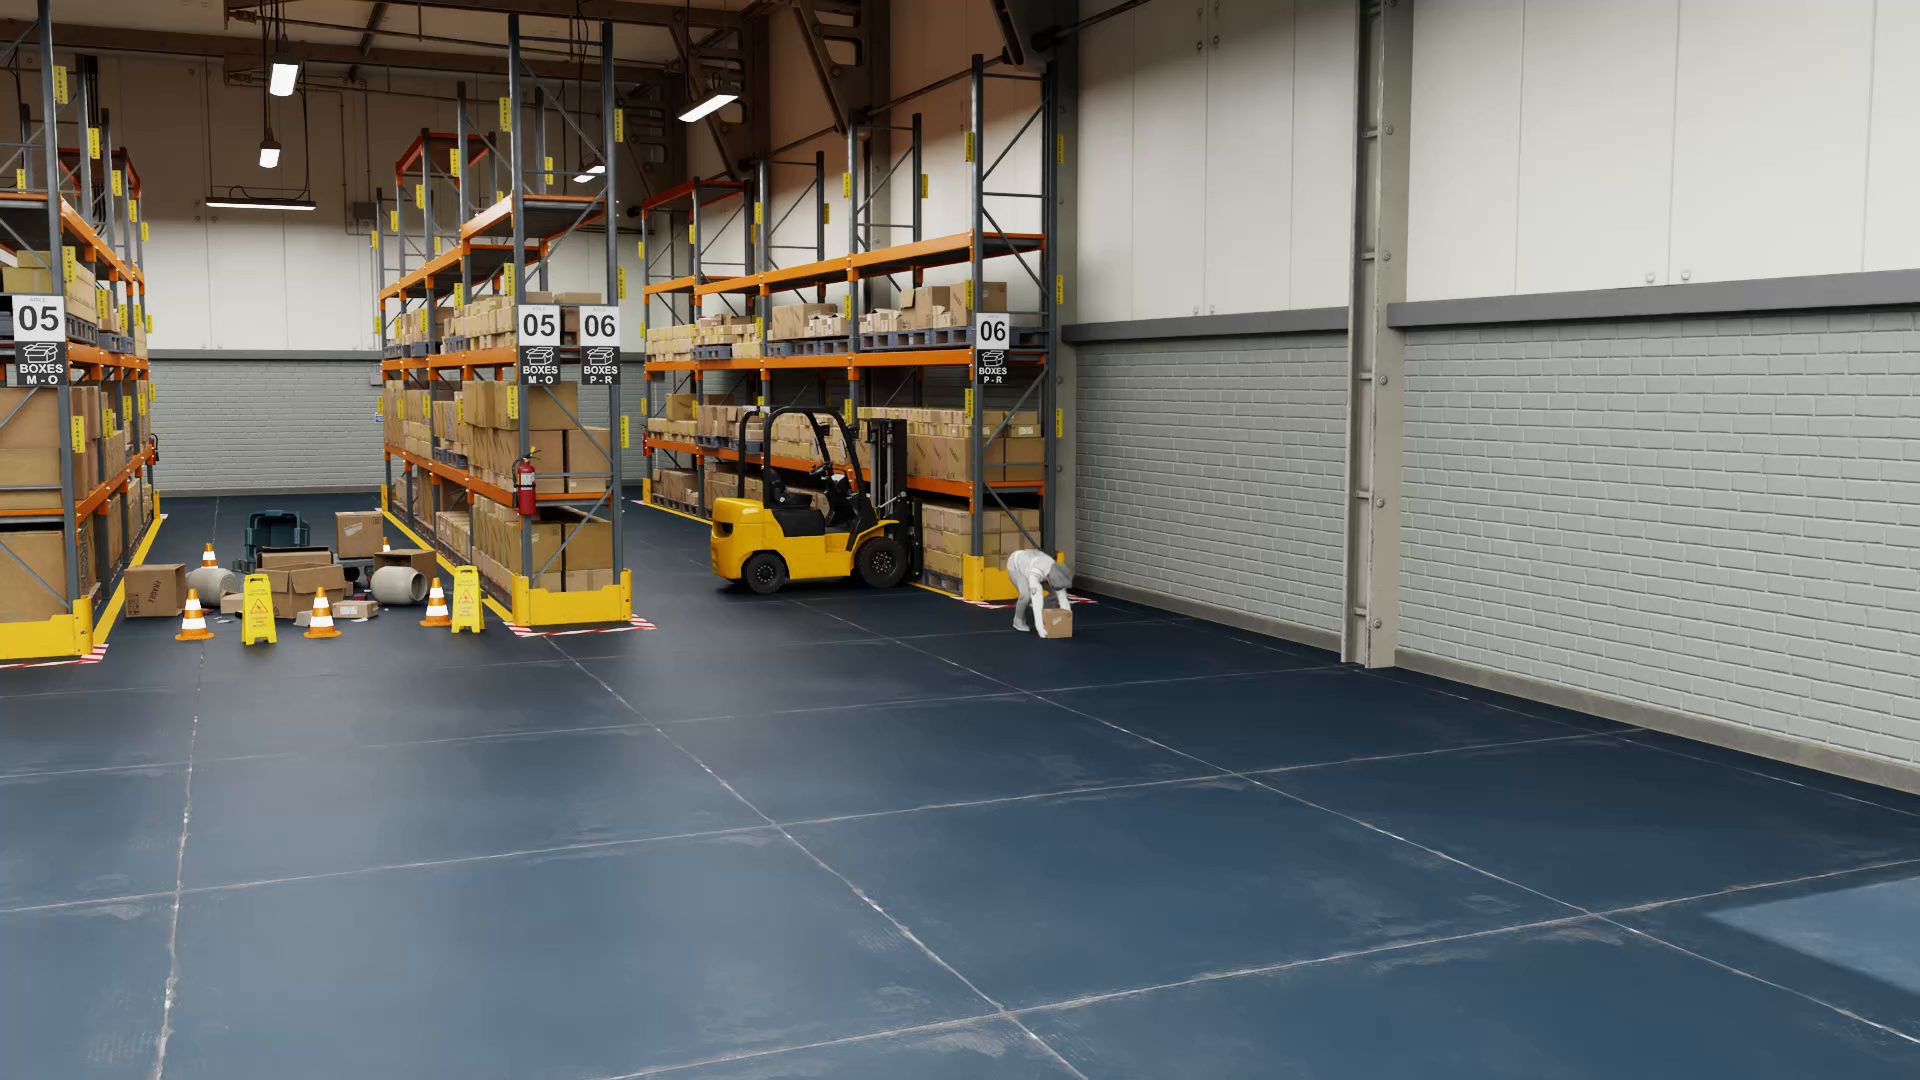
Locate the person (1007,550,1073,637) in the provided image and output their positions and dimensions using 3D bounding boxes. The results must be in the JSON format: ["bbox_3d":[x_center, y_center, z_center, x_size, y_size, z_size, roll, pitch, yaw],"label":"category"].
[{"bbox_3d":[0.793,0.518,16.284,0.467,0.813,0.903,-3,6,-26],"label":"person"}]
